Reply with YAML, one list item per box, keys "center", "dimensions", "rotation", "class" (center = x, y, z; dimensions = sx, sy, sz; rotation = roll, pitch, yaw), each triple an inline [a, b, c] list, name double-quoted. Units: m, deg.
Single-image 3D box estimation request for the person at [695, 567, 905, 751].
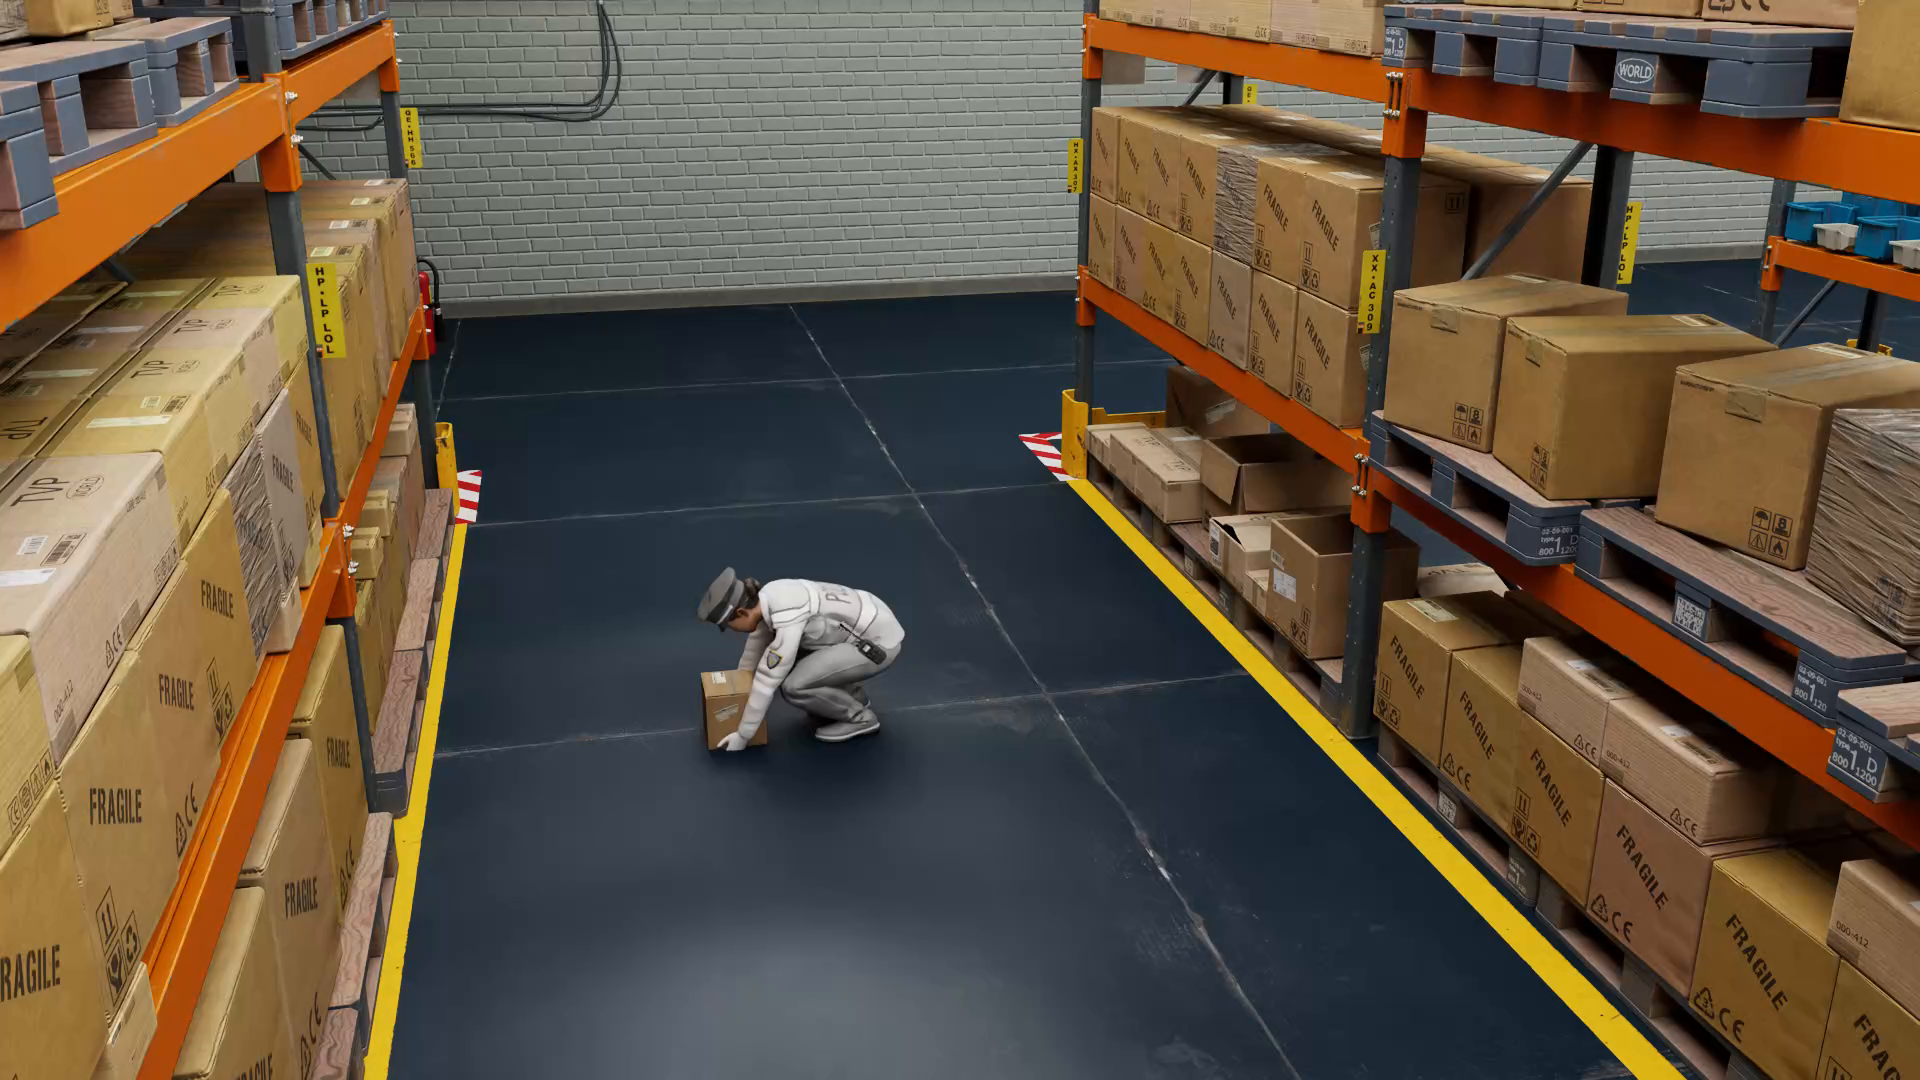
- center: [-0.680, 0.490, 7.128]
  dimensions: [0.886, 0.853, 0.473]
  rotation: [-5, 20, -13]
  class: "person"
